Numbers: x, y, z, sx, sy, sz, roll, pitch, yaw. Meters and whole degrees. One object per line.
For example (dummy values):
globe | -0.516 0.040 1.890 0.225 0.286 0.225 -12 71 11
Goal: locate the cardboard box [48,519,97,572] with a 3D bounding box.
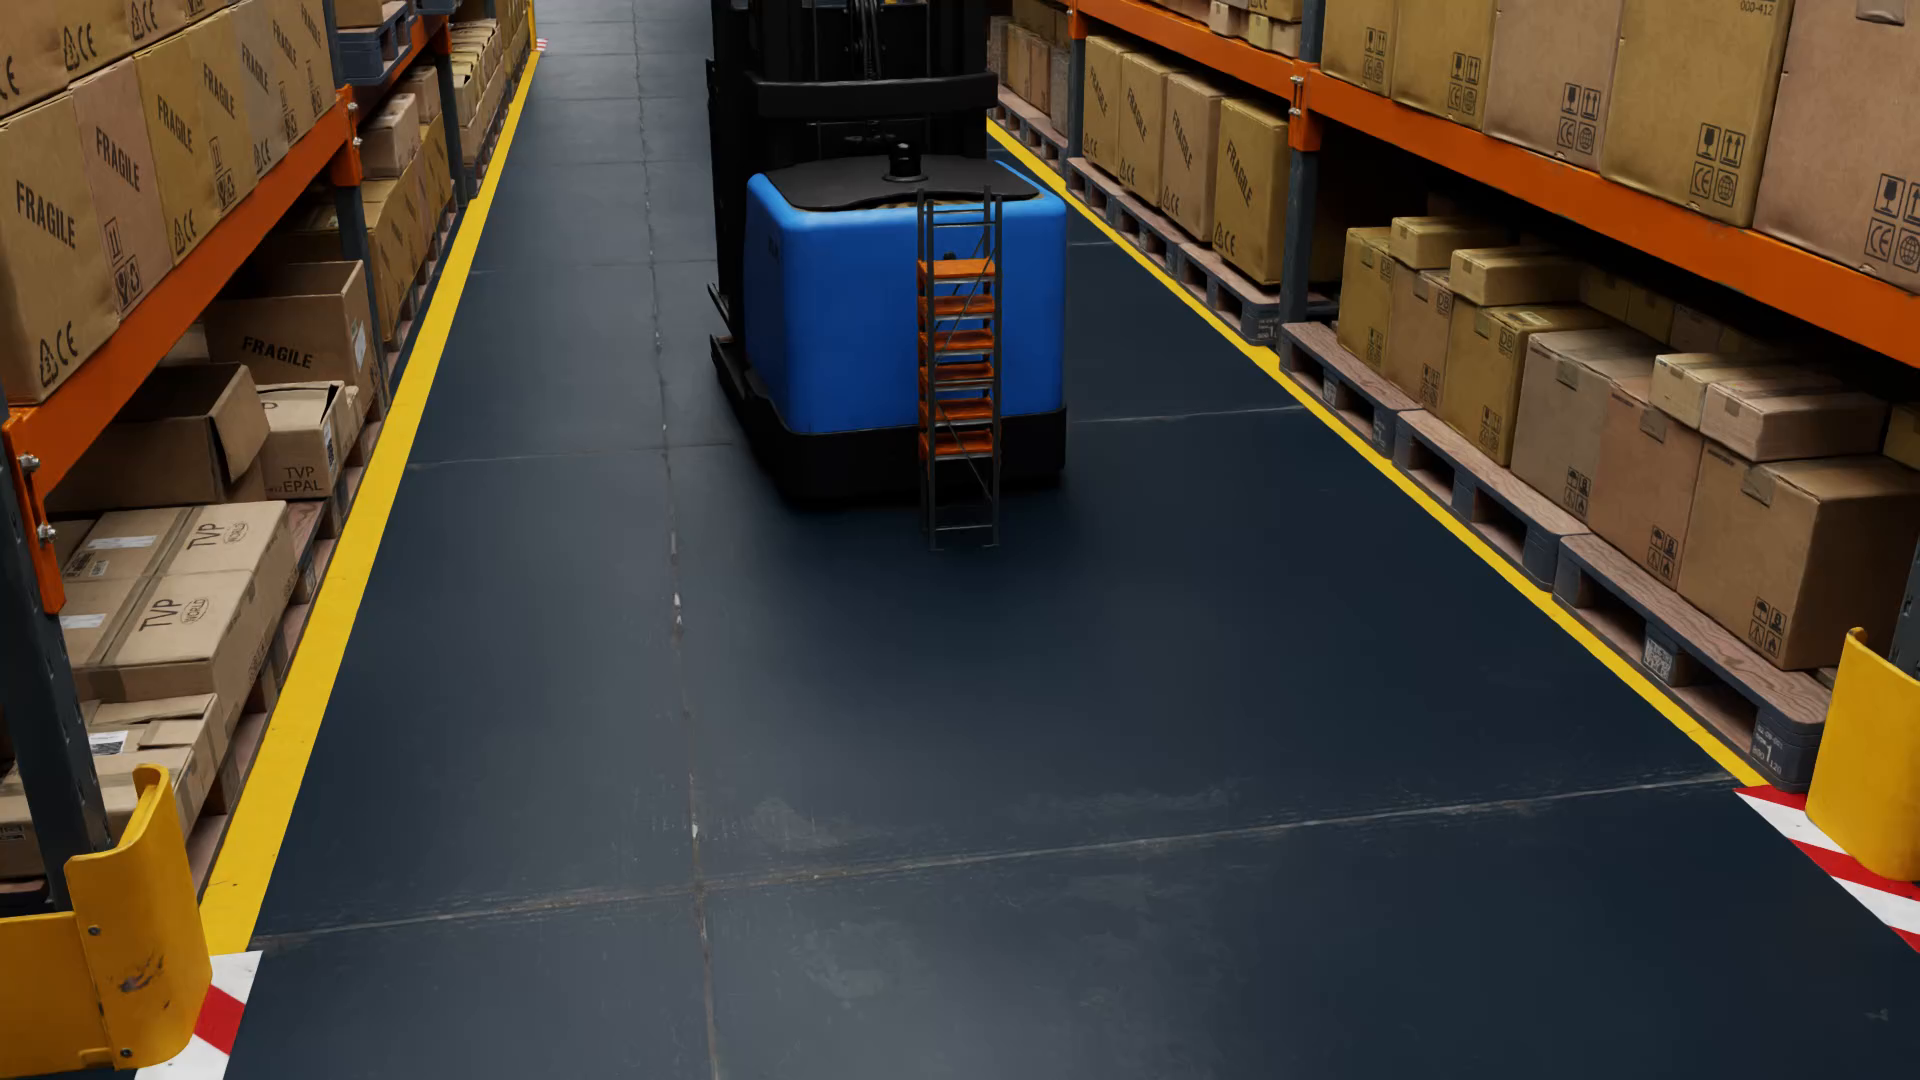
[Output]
cardboard box | -2.646 0.169 4.501 0.500 0.250 0.500 -4 24 -10

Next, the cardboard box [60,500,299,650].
cardboard box | -2.164 0.112 4.631 0.500 0.250 0.500 -4 24 -10

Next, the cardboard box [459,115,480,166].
cardboard box | -3.445 -2.625 10.923 0.500 0.250 0.500 -4 24 -10

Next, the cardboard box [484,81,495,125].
cardboard box | -3.735 -3.228 12.305 0.500 0.250 0.500 -4 24 -9

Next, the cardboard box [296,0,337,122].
cardboard box | -2.553 -1.760 5.906 0.500 0.500 0.500 -4 24 -9

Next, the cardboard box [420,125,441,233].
cardboard box | -3.138 -1.967 9.079 0.500 0.500 0.500 -5 24 -12

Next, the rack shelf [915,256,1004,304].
rack shelf | -0.003 -0.845 5.397 0.258 0.103 0.180 -4 24 -10

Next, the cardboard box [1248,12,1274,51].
cardboard box | 1.560 -2.363 7.702 0.380 0.149 0.250 -4 24 -9

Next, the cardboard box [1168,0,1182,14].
cardboard box | 1.358 -2.978 9.109 0.380 0.149 0.250 -4 24 -9

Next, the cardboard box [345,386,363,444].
cardboard box | -2.385 -0.440 6.023 0.380 0.149 0.250 -4 24 -10

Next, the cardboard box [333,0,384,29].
cardboard box | -2.765 -2.333 6.694 0.700 0.500 0.500 -13 27 -27

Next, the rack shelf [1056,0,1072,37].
rack shelf | 0.861 -4.290 12.723 1.077 0.370 4.000 -4 24 -10

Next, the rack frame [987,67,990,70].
rack frame | 0.491 -5.406 14.381 1.000 3.000 0.127 -4 24 -10

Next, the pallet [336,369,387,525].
pallet | -2.771 -0.343 6.273 1.003 0.211 1.213 -4 24 -10

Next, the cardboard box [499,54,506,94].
cardboard box | -4.015 -3.829 13.680 0.500 0.250 0.500 -5 24 -10

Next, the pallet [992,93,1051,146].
pallet | 0.866 -3.341 13.137 1.003 0.211 1.213 -4 24 -10

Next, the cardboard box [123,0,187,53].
cardboard box | -2.172 -1.418 3.876 0.500 0.500 0.500 -4 24 -9

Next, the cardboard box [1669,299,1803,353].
cardboard box | 2.514 -0.662 5.305 0.380 0.149 0.250 -4 24 -9

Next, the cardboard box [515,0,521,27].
cardboard box | -4.434 -5.110 15.675 0.500 0.500 0.500 -4 24 -10

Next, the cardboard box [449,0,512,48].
cardboard box | -4.155 -4.520 14.325 0.500 0.500 0.500 -4 24 -10

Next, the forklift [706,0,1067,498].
forklift | -0.494 -2.056 6.795 1.130 2.935 3.031 -6 24 -14

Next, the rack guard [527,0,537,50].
rack guard | -5.121 -5.475 17.662 1.175 0.500 0.348 -4 24 -10

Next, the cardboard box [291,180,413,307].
cardboard box | -2.857 -1.365 7.701 0.500 0.500 0.500 -4 24 -9

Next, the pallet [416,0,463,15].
pallet | -3.442 -3.115 9.375 1.213 0.211 1.003 -4 24 -10

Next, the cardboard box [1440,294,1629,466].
cardboard box | 2.190 -0.605 5.986 0.700 0.500 0.500 -4 24 -9

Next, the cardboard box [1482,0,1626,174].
cardboard box | 2.328 -1.609 5.313 0.980 0.700 0.700 -5 24 -12

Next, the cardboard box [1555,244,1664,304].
cardboard box | 2.371 -0.964 5.997 0.380 0.149 0.250 -4 24 -9

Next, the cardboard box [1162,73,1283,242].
cardboard box | 1.555 -2.062 8.885 0.750 0.750 0.750 -4 24 -8

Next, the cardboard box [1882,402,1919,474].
cardboard box | 2.702 -0.264 4.395 0.380 0.149 0.250 -4 24 -9

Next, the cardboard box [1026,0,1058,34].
cardboard box | 0.828 -4.140 13.119 0.500 0.250 0.500 -5 24 -11

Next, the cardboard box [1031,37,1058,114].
cardboard box | 0.946 -3.573 12.756 0.700 0.500 0.500 -4 24 -10

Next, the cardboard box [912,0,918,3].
cardboard box | -0.209 -5.670 17.795 0.500 0.311 0.500 -7 25 -16

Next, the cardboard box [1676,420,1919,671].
cardboard box | 2.482 -0.001 4.603 0.700 0.500 0.500 -4 24 -10

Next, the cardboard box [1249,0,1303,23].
cardboard box | 1.637 -2.614 7.465 0.500 0.500 0.500 -5 24 -11

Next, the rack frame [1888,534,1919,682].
rack frame | 2.710 -0.686 3.573 1.000 3.000 0.127 -4 24 -10

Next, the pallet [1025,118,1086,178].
pallet | 1.088 -2.863 12.040 1.003 0.211 1.213 -4 24 -10

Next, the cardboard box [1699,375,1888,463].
cardboard box | 2.280 -0.335 4.558 0.380 0.149 0.250 -5 24 -10

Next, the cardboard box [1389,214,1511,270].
cardboard box | 1.892 -1.154 6.432 0.380 0.149 0.250 -4 24 -8

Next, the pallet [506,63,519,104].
pallet | -4.482 -4.076 14.819 1.003 0.211 1.213 -4 24 -10

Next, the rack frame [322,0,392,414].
rack frame | -2.897 -1.891 6.333 1.000 3.000 0.127 -4 24 -10

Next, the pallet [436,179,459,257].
pallet | -3.536 -1.890 9.815 1.003 0.211 1.213 -4 24 -10

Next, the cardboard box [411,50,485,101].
cardboard box | -3.643 -3.289 11.742 0.500 0.311 0.500 -5 24 -11

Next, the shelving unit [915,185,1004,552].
shelving unit | -0.003 -0.556 5.523 0.258 1.200 0.189 -4 24 -10

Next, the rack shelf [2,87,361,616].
rack shelf | -2.527 -0.775 4.676 1.077 0.370 4.000 -4 24 -10

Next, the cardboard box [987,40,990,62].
cardboard box | 0.363 -4.518 15.336 0.380 0.166 0.250 -8 25 -17

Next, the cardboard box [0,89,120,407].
cardboard box | -1.980 -0.558 3.155 0.500 0.500 0.500 -4 24 -9

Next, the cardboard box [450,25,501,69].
cardboard box | -3.917 -3.885 13.108 0.500 0.311 0.500 -4 24 -8

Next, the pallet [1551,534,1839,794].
pallet | 2.485 0.283 4.838 1.003 0.211 1.213 -4 24 -10

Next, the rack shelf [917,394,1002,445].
rack shelf | -0.003 -0.405 5.589 0.258 0.103 0.180 -4 24 -10

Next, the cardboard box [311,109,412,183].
cardboard box | -2.932 -1.893 7.973 0.500 0.250 0.500 -4 24 -10

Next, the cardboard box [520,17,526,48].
cardboard box | -4.528 -4.963 16.275 0.500 0.250 0.500 -4 24 -10

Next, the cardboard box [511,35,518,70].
cardboard box | -4.252 -4.372 14.924 0.500 0.250 0.500 -4 24 -10

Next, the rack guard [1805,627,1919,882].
rack guard | 2.714 0.469 4.052 1.175 0.500 0.348 -4 24 -10

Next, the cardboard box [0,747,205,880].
cardboard box | -1.897 0.597 3.648 0.380 0.149 0.250 -4 24 -10

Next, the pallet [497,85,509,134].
pallet | -4.202 -3.473 13.439 1.003 0.211 1.213 -4 24 -10

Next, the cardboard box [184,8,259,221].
cardboard box | -2.262 -1.155 4.522 0.500 0.500 0.500 -4 24 -9

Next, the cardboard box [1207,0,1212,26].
cardboard box | 1.470 -2.669 8.402 0.380 0.149 0.250 -4 24 -10

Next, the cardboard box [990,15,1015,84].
cardboard box | 0.644 -4.174 14.133 0.700 0.500 0.500 -3 24 -8
